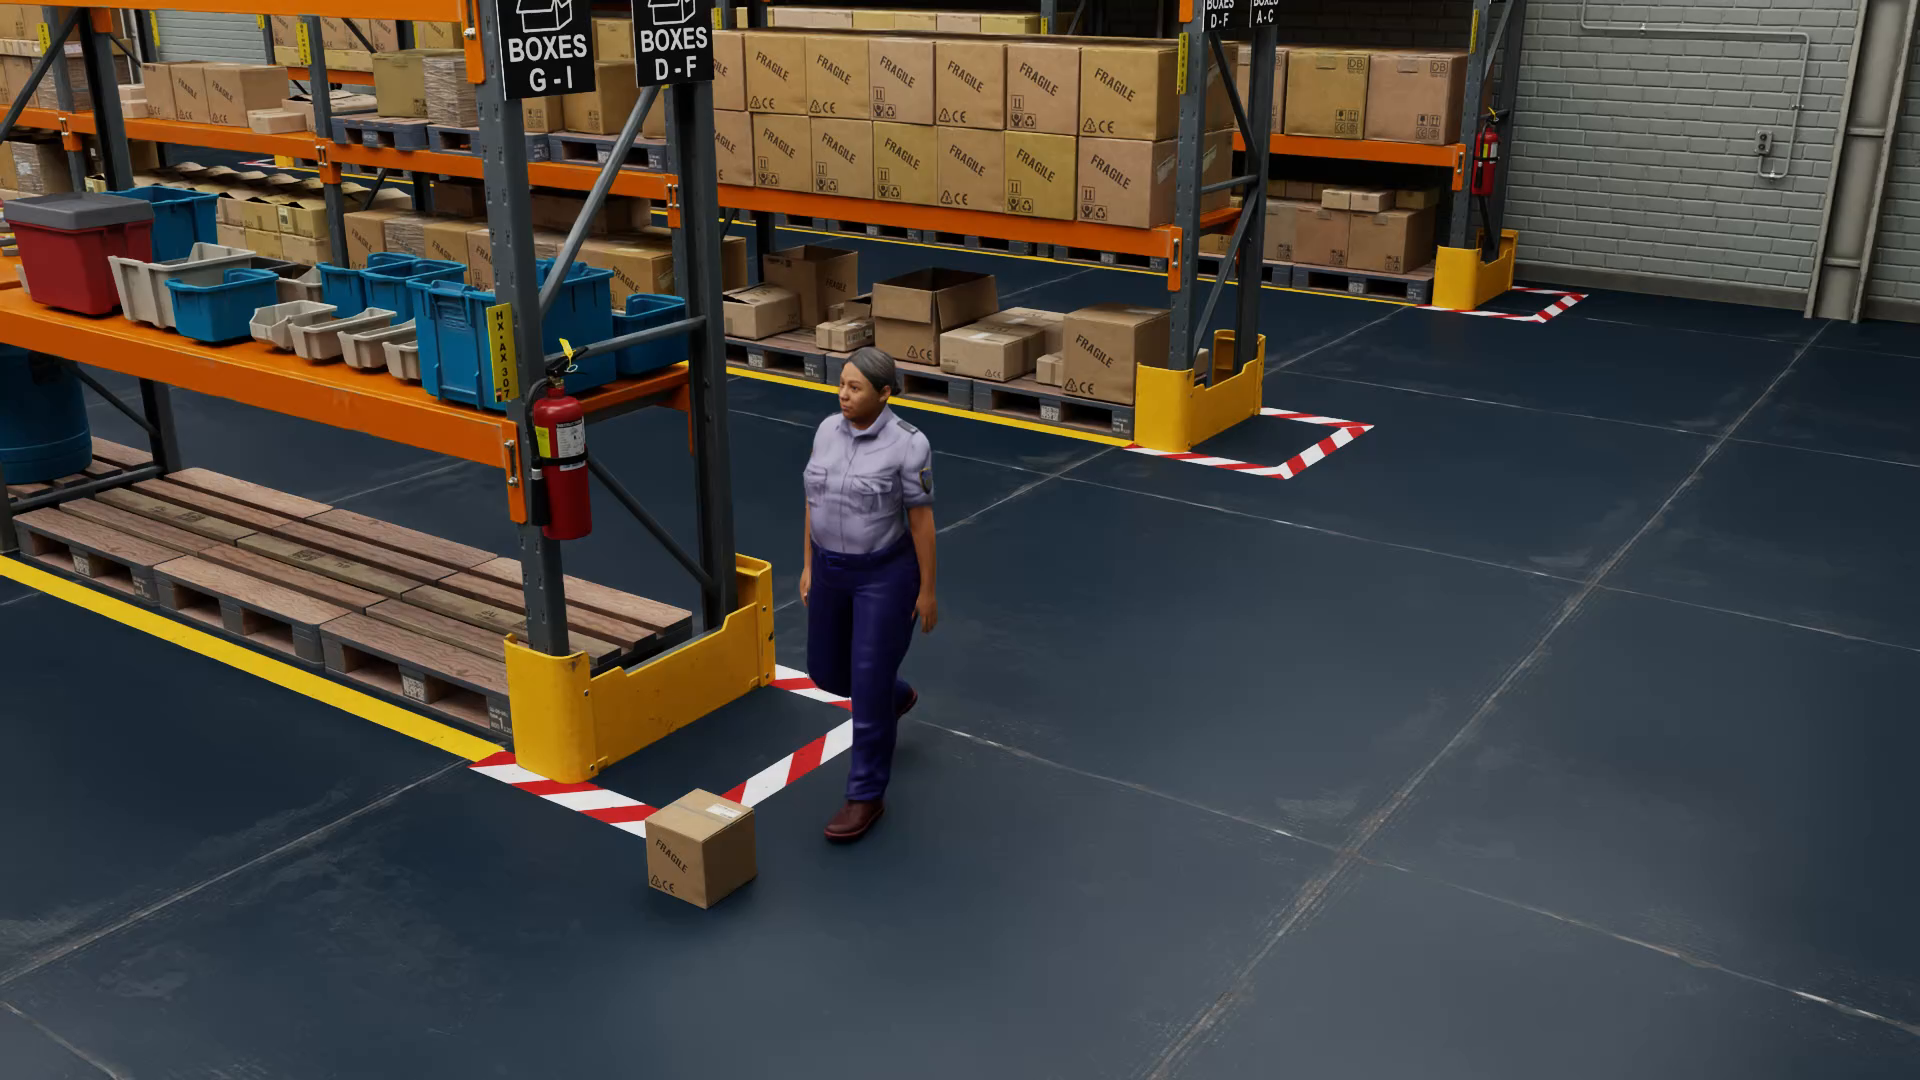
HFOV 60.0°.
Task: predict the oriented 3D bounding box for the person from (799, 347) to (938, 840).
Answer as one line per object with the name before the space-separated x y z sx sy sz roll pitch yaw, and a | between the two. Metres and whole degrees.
person | -0.326 0.127 5.743 0.524 1.615 0.818 12 23 31
